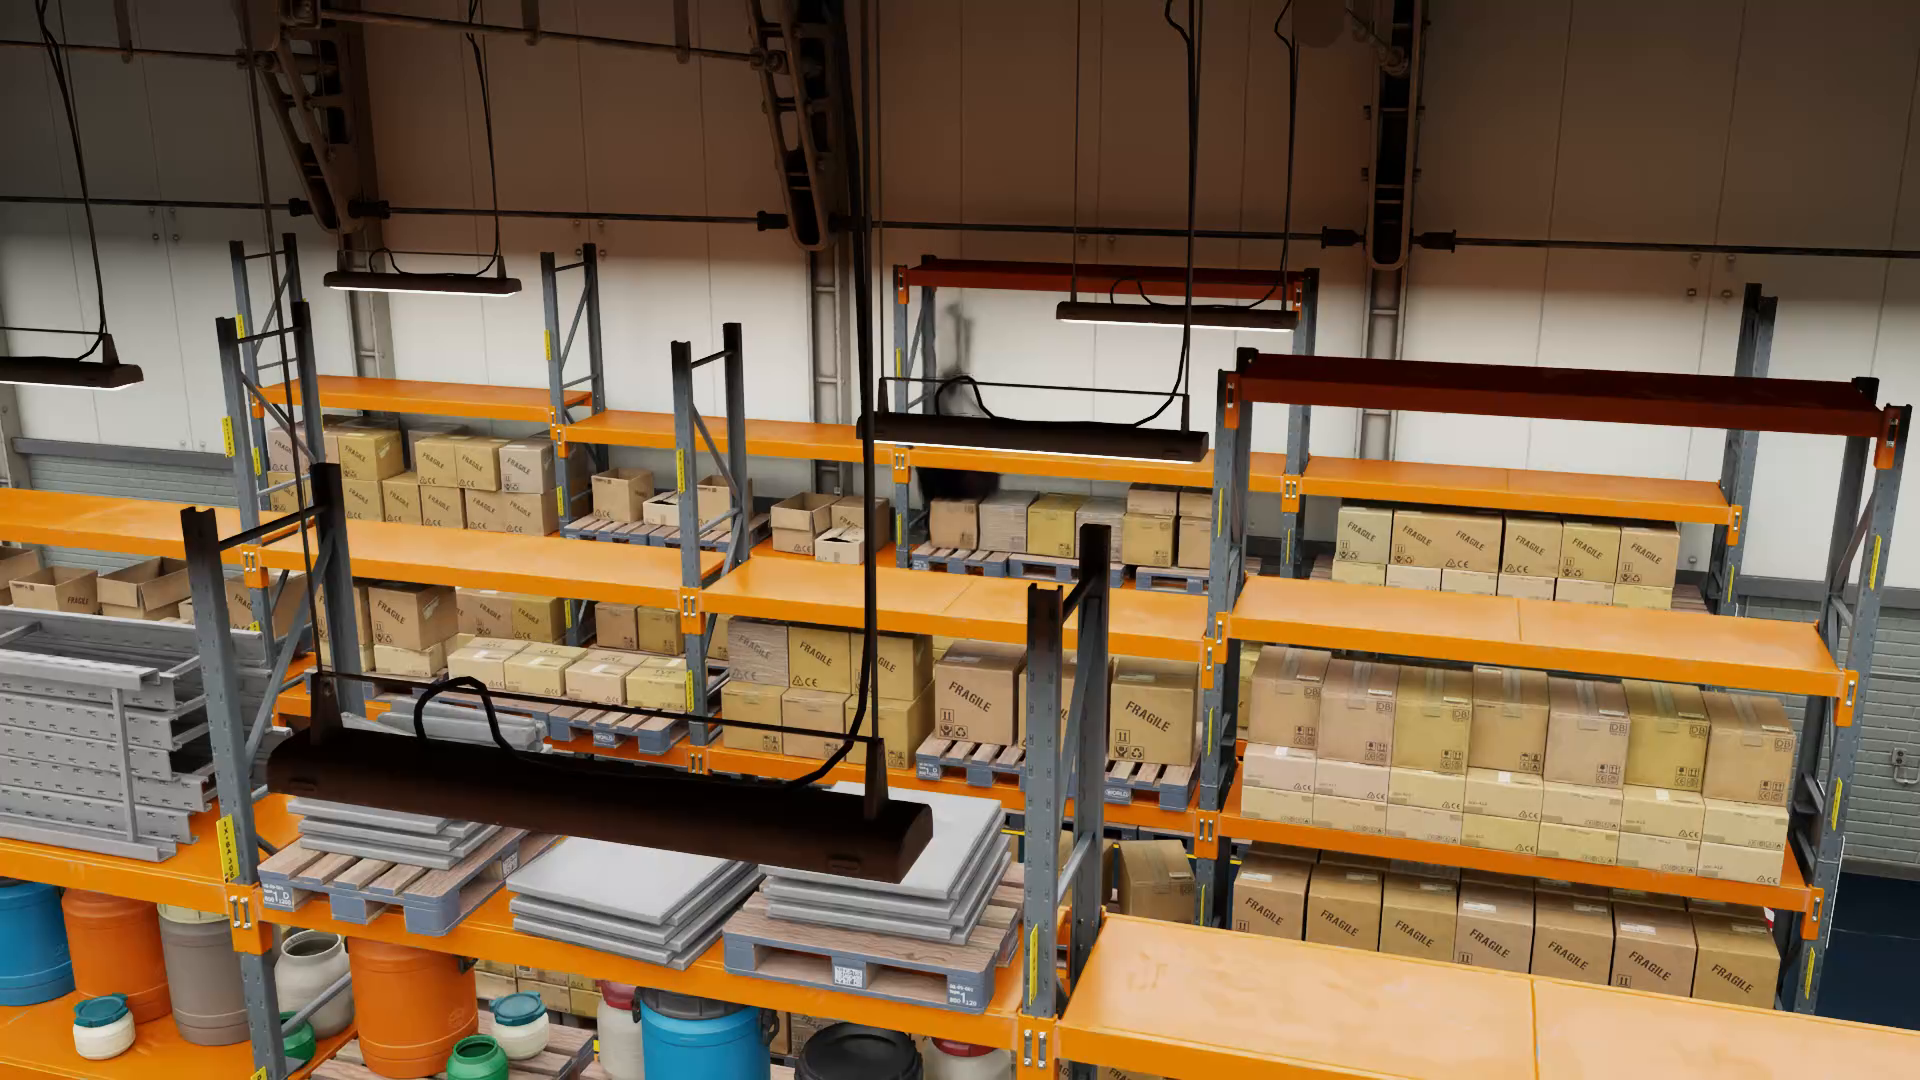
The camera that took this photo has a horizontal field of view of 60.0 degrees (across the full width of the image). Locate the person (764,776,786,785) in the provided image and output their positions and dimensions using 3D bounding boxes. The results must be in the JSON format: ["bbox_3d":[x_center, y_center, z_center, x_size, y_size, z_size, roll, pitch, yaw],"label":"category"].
[{"bbox_3d":[-1.754,2.870,15.772,0.624,1.679,0.554,5,17,17],"label":"person"}]
